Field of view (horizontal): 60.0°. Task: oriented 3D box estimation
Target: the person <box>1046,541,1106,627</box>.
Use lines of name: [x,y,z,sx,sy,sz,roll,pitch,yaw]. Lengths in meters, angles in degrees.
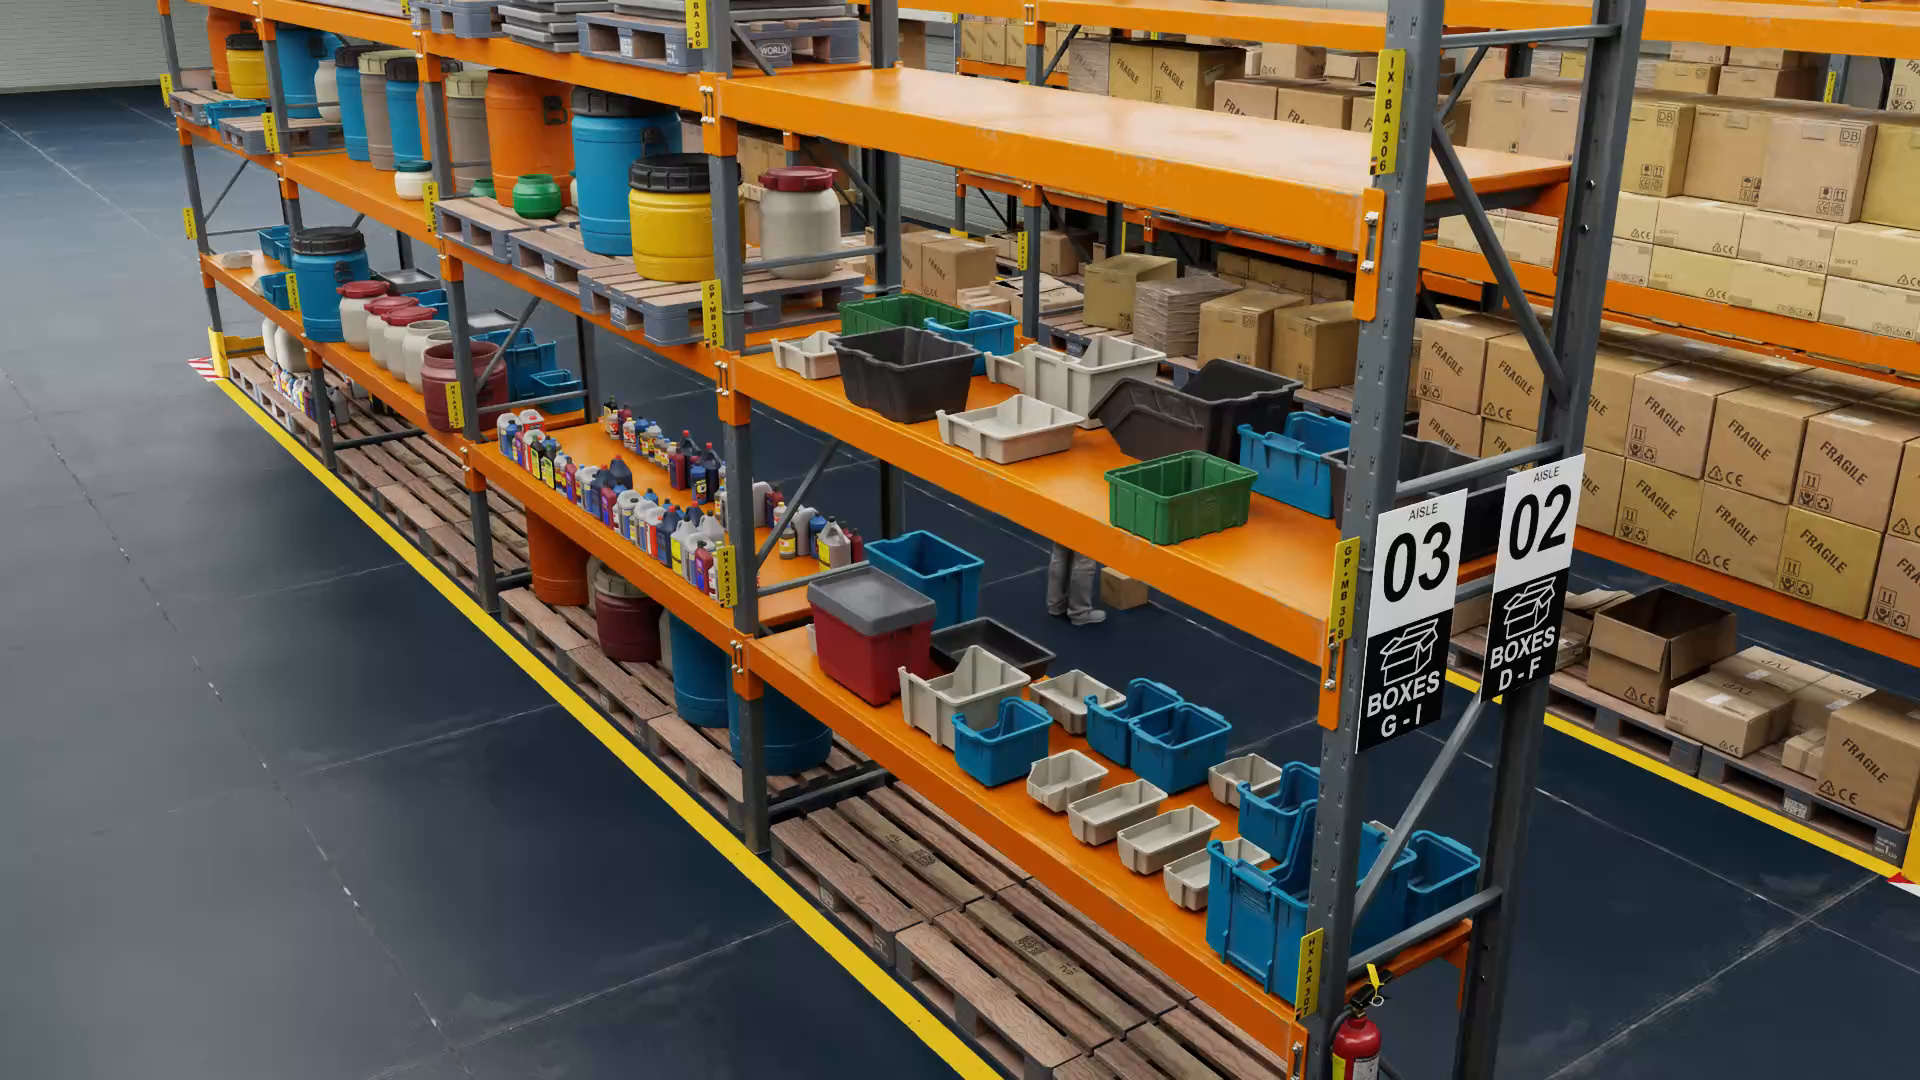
person: [0.817,-0.271,11.752,0.375,1.781,0.536,-14,25,-32]
